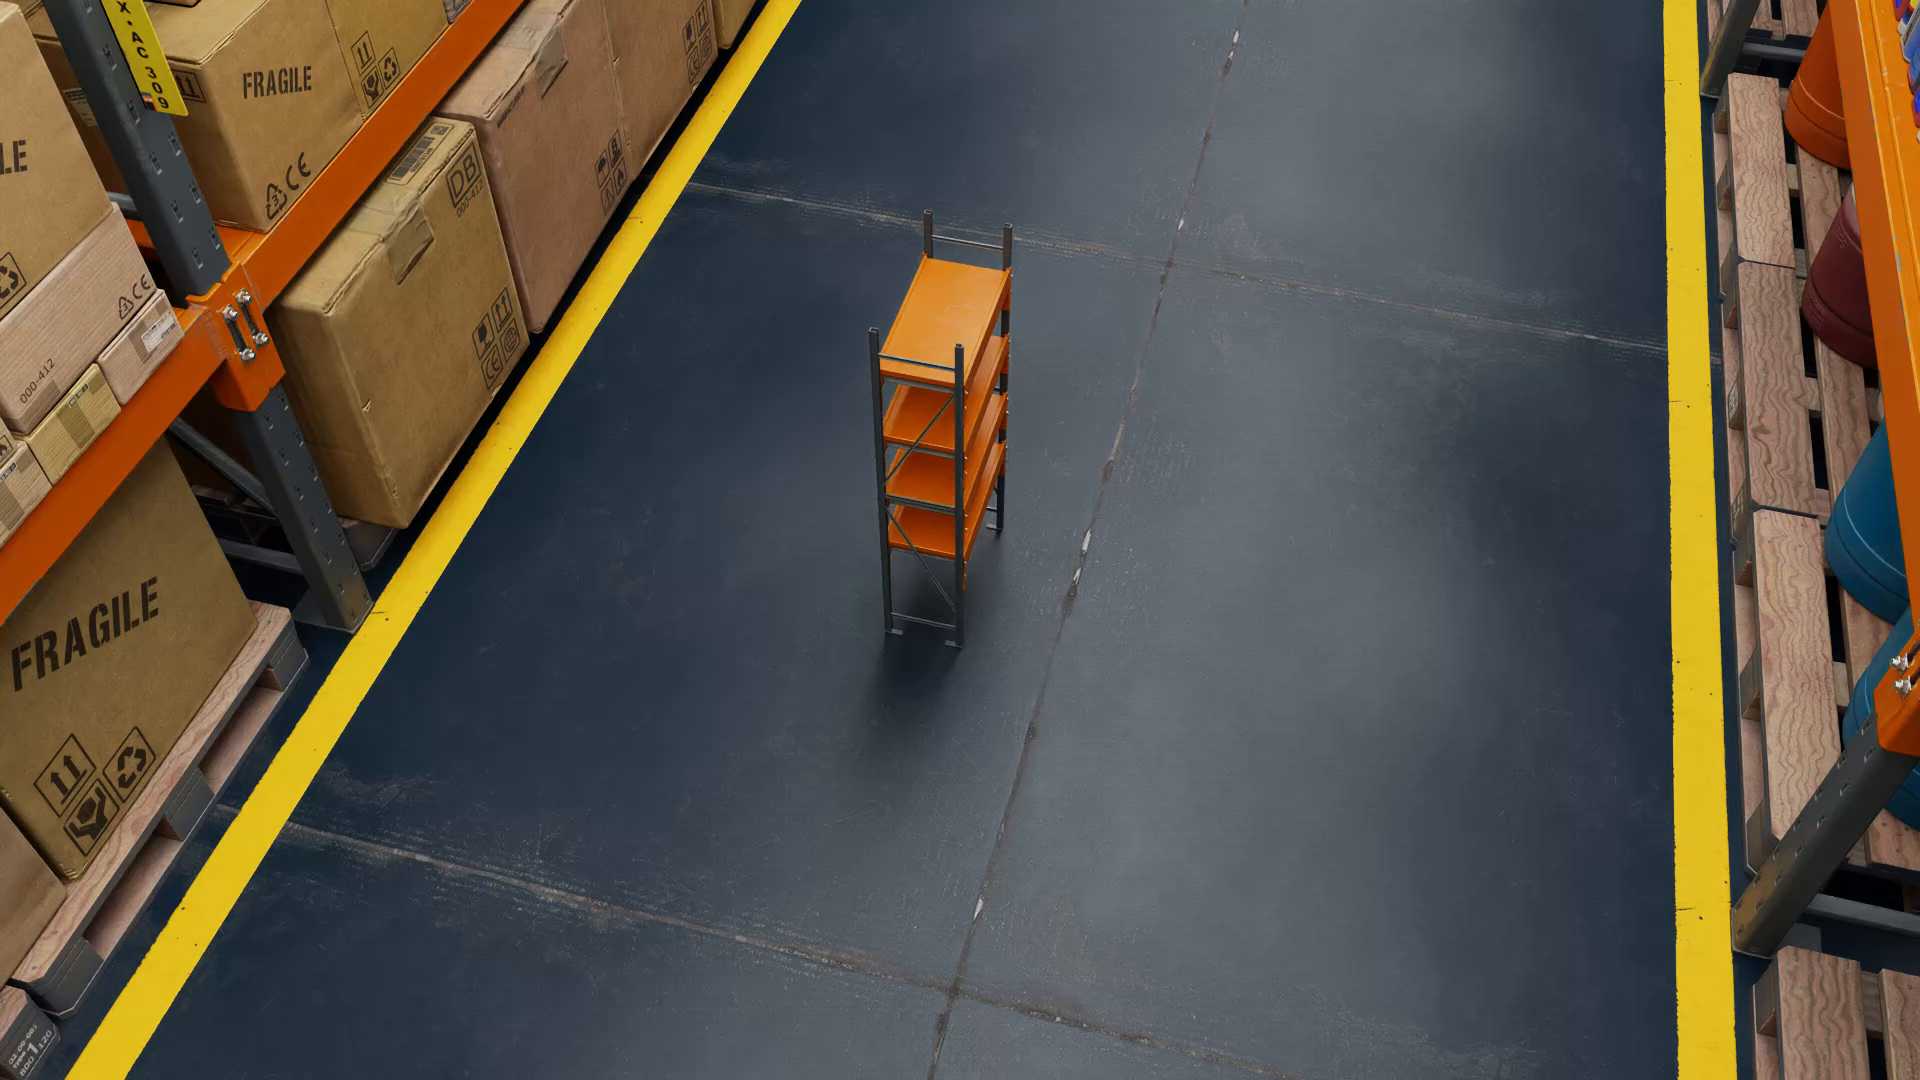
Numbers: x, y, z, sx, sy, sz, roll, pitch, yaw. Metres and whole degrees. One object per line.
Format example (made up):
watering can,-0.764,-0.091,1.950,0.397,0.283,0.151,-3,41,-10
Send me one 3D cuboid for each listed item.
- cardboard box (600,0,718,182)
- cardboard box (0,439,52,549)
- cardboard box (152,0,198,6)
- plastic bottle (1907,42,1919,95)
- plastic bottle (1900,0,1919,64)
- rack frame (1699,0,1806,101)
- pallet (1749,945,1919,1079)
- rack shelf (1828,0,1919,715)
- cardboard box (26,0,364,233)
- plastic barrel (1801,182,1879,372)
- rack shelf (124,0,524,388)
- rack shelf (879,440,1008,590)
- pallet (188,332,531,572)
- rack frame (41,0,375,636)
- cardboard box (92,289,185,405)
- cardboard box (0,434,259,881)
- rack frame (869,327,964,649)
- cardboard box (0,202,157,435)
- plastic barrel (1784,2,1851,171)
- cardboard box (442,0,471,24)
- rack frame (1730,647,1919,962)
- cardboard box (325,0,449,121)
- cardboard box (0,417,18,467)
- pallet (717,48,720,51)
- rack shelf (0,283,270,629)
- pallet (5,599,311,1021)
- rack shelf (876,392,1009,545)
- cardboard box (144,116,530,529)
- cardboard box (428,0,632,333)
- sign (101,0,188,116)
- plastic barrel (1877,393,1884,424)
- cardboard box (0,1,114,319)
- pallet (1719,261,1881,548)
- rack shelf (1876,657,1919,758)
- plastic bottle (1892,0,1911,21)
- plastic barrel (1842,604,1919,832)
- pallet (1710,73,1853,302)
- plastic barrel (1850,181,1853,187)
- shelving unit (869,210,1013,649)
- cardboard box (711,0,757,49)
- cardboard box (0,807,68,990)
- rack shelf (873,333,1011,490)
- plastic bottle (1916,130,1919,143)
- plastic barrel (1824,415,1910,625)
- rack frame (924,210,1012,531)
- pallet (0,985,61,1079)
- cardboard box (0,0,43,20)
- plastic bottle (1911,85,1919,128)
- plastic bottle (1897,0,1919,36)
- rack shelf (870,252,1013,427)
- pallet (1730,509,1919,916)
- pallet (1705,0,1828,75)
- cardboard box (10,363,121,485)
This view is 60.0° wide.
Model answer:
cardboard box,-1.674,-2.038,6.185,1.225,0.875,0.875,12,50,10
cardboard box,-2.182,-0.107,3.511,0.380,0.149,0.250,11,49,9
cardboard box,-2.123,-1.676,3.993,0.797,0.503,0.637,10,49,9
plastic bottle,2.712,-1.380,4.500,0.144,0.351,0.185,12,50,10
plastic bottle,2.758,-1.470,4.629,0.152,0.276,0.135,12,50,10
rack frame,3.548,-2.763,5.688,1.000,3.000,0.127,12,50,10
pallet,2.340,1.593,3.704,1.003,0.211,1.213,12,50,10
rack shelf,3.022,-1.078,4.681,1.077,0.370,4.000,12,50,10
cardboard box,-1.920,-1.164,4.210,0.500,0.500,0.500,12,50,10
plastic barrel,3.139,-0.930,5.398,0.600,0.588,0.708,12,50,10
rack shelf,-1.756,-2.056,5.543,1.077,0.370,4.000,12,50,10
rack shelf,-0.044,-0.101,4.894,0.258,0.148,0.480,12,50,10
pallet,-2.152,-0.497,5.548,1.003,0.211,1.213,12,50,10
rack frame,-2.283,-0.847,3.997,1.000,3.000,0.127,12,50,10
cardboard box,-2.047,-0.479,3.840,0.380,0.149,0.250,12,50,10
cardboard box,-2.534,0.179,4.229,0.875,0.875,0.875,12,50,10
rack frame,-0.108,-0.101,4.539,0.240,1.200,0.015,12,50,10
cardboard box,-2.146,-0.525,3.614,0.500,0.250,0.500,11,49,9
plastic barrel,3.436,-1.827,6.029,0.600,0.830,0.708,12,50,10
cardboard box,-1.657,-1.889,4.850,0.500,0.500,0.500,11,49,9
rack frame,2.496,0.130,3.134,1.000,3.000,0.127,12,50,10
cardboard box,-1.789,-1.527,4.531,0.500,0.500,0.500,12,50,10
cardboard box,-2.280,-0.150,3.283,0.500,0.250,0.500,13,50,11
pallet,-1.510,-2.262,7.106,1.003,0.211,1.213,12,50,10
rack shelf,-2.809,0.838,2.990,1.077,0.370,4.000,12,50,10
pallet,-2.558,0.610,4.571,1.003,0.211,1.213,12,50,10
rack shelf,-0.044,-0.233,4.745,0.258,0.148,0.480,12,50,10
cardboard box,-2.134,-0.750,5.048,1.225,0.875,0.875,12,50,10
cardboard box,-1.899,-1.396,5.619,1.225,0.875,0.875,10,49,9
sign,-1.747,-1.051,3.547,0.100,0.325,0.005,12,50,10
plastic barrel,3.076,-0.479,5.051,0.421,0.512,0.421,0,49,0
cardboard box,-2.146,-0.759,3.321,0.500,0.500,0.500,13,50,11
pallet,3.058,-0.382,5.446,1.003,0.211,1.213,12,50,10
rack shelf,1.969,1.815,2.127,1.077,0.370,4.000,12,50,10
plastic bottle,2.775,-1.648,4.782,0.061,0.283,0.133,12,50,10
plastic barrel,2.655,0.296,4.108,0.600,0.901,0.708,12,50,10
pallet,3.381,-1.262,6.223,1.003,0.211,1.213,12,50,10
plastic barrel,3.374,-1.295,5.772,0.421,0.512,0.421,0,49,0
shelving unit,-0.044,-0.277,4.694,0.258,1.200,0.503,12,50,10
cardboard box,-1.432,-2.681,6.753,1.225,0.875,0.875,9,49,8
cardboard box,-2.770,0.830,3.654,0.875,0.875,0.875,12,50,10
rack shelf,-0.044,-0.381,4.577,0.258,0.148,0.480,12,50,10
plastic bottle,2.617,-1.136,4.385,0.097,0.201,0.097,0,49,0
plastic barrel,2.842,-0.217,4.560,0.600,0.901,0.708,12,50,10
rack frame,0.021,-0.454,4.850,0.240,1.200,0.015,12,50,10
pallet,-2.877,1.495,3.789,1.003,0.211,1.213,12,50,10
cardboard box,-2.423,-1.272,4.306,0.500,0.500,0.500,12,50,10
plastic bottle,2.630,-1.250,4.431,0.061,0.283,0.133,12,50,10
plastic bottle,2.762,-1.557,4.710,0.097,0.271,0.097,0,49,0
rack shelf,-0.044,-0.537,4.400,0.258,0.148,0.480,12,50,10
pallet,2.739,0.503,4.665,1.003,0.211,1.213,12,50,10
pallet,3.790,-2.393,7.221,1.003,0.211,1.213,12,50,10
cardboard box,-2.115,-0.292,3.675,0.380,0.149,0.250,12,50,11
